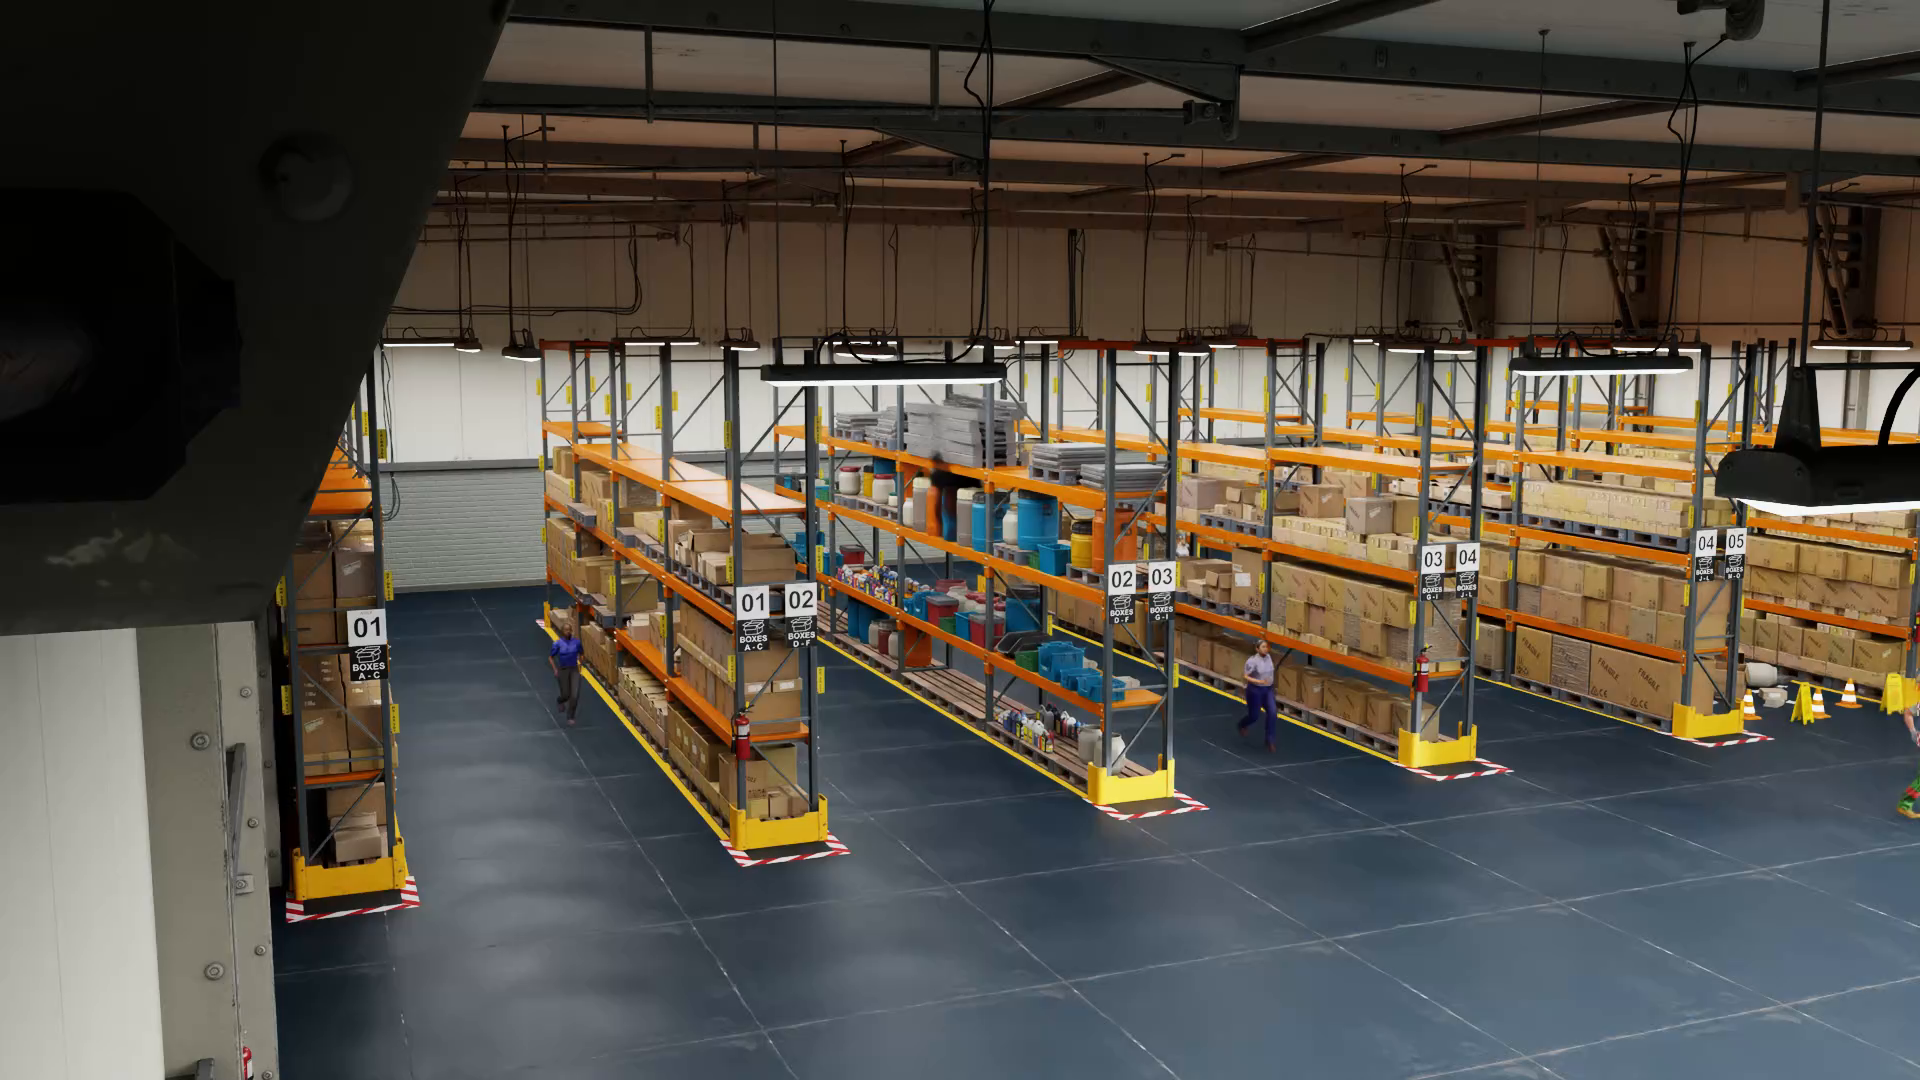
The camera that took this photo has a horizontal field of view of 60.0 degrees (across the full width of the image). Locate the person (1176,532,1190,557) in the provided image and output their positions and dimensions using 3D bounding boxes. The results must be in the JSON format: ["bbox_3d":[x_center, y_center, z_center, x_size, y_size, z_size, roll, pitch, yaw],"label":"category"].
[{"bbox_3d":[4.968,0.657,37.262,0.624,1.707,0.914,-2,8,-16],"label":"person"}]

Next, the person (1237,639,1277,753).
[{"bbox_3d":[4.467,2.311,24.917,0.636,1.693,0.894,-4,8,-28],"label":"person"}]

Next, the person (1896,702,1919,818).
[{"bbox_3d":[12.373,2.706,21.138,0.776,1.851,0.665,2,8,16],"label":"person"}]

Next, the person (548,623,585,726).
[{"bbox_3d":[-6.235,2.115,26.449,0.582,1.618,0.578,-4,8,-26],"label":"person"}]
